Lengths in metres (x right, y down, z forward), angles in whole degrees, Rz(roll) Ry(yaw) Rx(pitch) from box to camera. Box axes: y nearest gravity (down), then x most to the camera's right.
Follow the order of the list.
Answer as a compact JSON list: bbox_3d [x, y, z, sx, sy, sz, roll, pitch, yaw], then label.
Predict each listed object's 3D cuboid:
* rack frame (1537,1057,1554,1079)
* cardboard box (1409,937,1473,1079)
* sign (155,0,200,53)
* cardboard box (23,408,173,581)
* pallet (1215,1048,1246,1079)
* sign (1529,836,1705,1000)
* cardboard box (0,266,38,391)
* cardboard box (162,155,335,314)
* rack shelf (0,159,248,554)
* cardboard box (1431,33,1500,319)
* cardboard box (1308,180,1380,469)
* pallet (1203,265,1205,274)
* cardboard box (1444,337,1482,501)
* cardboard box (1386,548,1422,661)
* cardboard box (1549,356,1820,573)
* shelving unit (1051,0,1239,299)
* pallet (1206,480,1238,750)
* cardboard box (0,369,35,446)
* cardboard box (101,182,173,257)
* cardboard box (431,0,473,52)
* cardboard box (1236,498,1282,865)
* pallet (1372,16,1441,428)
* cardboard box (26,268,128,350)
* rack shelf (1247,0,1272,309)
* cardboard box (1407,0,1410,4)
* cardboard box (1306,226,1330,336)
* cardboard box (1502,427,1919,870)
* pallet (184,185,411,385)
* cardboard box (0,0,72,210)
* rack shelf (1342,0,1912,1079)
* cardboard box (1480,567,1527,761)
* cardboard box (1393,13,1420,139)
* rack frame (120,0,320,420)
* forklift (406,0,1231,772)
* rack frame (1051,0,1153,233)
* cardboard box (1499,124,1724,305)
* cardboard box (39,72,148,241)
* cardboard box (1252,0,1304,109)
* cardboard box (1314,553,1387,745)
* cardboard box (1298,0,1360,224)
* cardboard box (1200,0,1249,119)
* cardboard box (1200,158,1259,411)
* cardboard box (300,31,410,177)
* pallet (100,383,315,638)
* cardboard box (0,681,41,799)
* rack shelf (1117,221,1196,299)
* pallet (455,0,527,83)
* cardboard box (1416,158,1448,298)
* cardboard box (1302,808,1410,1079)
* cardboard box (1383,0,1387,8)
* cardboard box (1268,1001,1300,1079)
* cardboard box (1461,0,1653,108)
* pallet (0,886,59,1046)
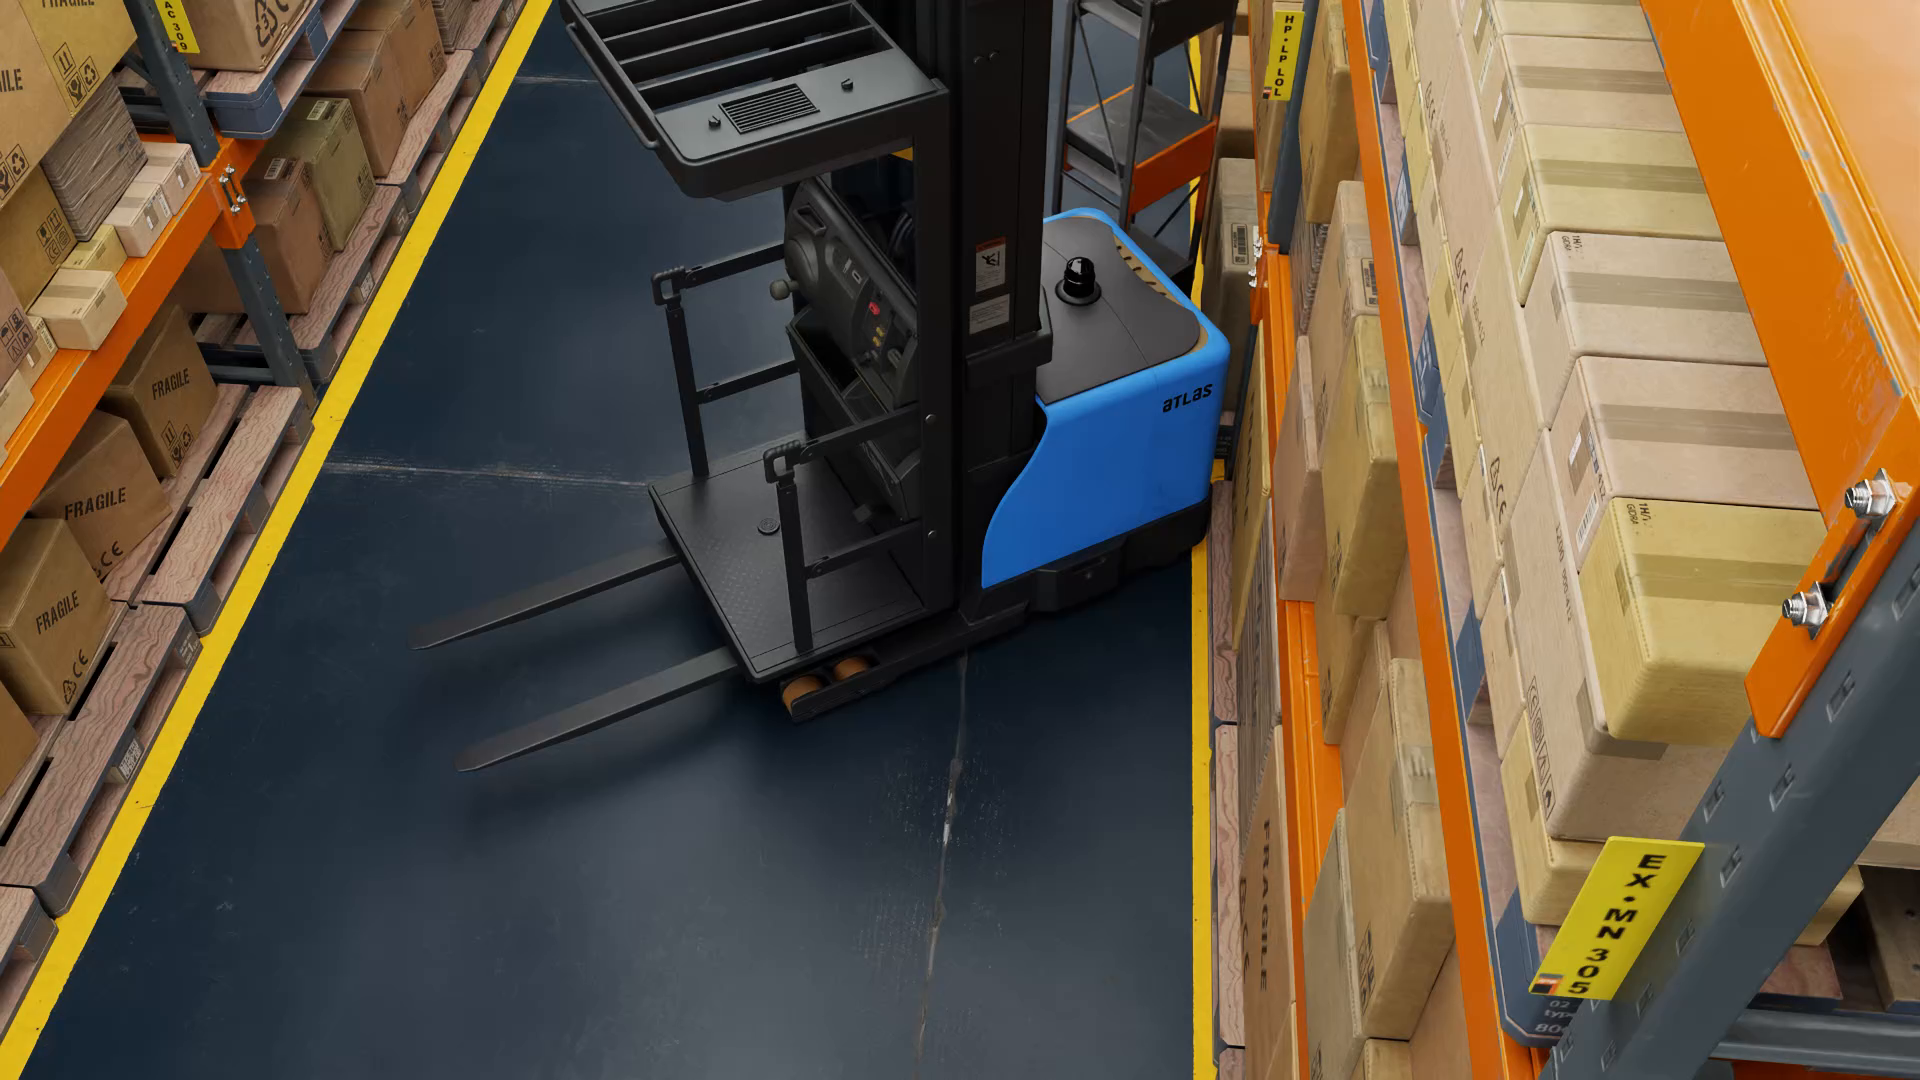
[{"bbox_3d":[1.242,1.743,3.149,1.000,3.000,0.127,4,48,4],"label":"rack frame"},{"bbox_3d":[1.314,1.058,2.942,0.875,0.550,0.550,4,48,4],"label":"cardboard box"},{"bbox_3d":[-2.783,-1.865,5.862,0.100,0.325,0.005,4,48,4],"label":"sign"},{"bbox_3d":[-3.445,-0.189,6.326,0.500,0.500,0.500,18,50,16],"label":"cardboard box"},{"bbox_3d":[1.237,2.092,4.720,1.003,0.211,1.213,4,48,4],"label":"pallet"},{"bbox_3d":[0.703,0.412,1.787,0.100,0.325,0.005,4,48,4],"label":"sign"},{"bbox_3d":[-3.452,-0.672,5.089,0.875,0.500,0.500,4,48,4],"label":"cardboard box"},{"bbox_3d":[-3.247,-1.358,7.381,0.700,0.500,0.500,1,48,1],"label":"cardboard box"},{"bbox_3d":[-3.506,0.109,5.131,1.077,0.370,4.000,4,48,4],"label":"rack shelf"},{"bbox_3d":[1.101,-0.609,2.815,0.500,0.250,0.500,4,48,3],"label":"cardboard box"},{"bbox_3d":[1.418,-0.543,4.406,0.875,0.550,0.550,4,48,4],"label":"cardboard box"},{"bbox_3d":[1.710,-1.726,8.211,1.003,0.211,1.213,4,48,4],"label":"pallet"},{"bbox_3d":[1.005,-0.186,2.699,0.380,0.149,0.250,4,48,4],"label":"cardboard box"},{"bbox_3d":[1.459,0.246,3.685,0.875,0.550,0.550,4,48,4],"label":"cardboard box"},{"bbox_3d":[0.959,-0.082,2.063,0.380,0.149,0.250,4,48,4],"label":"cardboard box"},{"bbox_3d":[0.700,-1.505,6.720,0.503,2.100,0.431,-34,58,-27],"label":"shelving unit"},{"bbox_3d":[1.459,0.299,6.360,1.003,0.211,1.213,4,48,4],"label":"pallet"},{"bbox_3d":[-3.214,-0.426,5.303,0.380,0.149,0.250,4,48,4],"label":"cardboard box"},{"bbox_3d":[-3.083,-1.158,5.973,0.380,0.149,0.250,4,48,4],"label":"cardboard box"},{"bbox_3d":[-3.038,-2.946,8.833,0.700,0.500,0.500,0,48,0],"label":"cardboard box"},{"bbox_3d":[1.401,0.500,5.442,0.875,0.875,0.875,4,48,4],"label":"cardboard box"},{"bbox_3d":[1.407,-0.684,3.396,1.003,0.211,1.213,4,48,4],"label":"pallet"},{"bbox_3d":[-3.077,-0.787,5.633,0.380,0.149,0.250,4,48,4],"label":"cardboard box"},{"bbox_3d":[1.788,-2.423,7.447,1.077,0.370,4.000,4,48,4],"label":"rack shelf"},{"bbox_3d":[1.193,-1.351,3.494,0.500,0.250,0.500,3,48,3],"label":"cardboard box"},{"bbox_3d":[1.557,-0.569,5.162,0.875,0.550,0.550,4,48,4],"label":"cardboard box"},{"bbox_3d":[1.008,0.127,2.142,0.500,0.250,0.500,4,48,4],"label":"cardboard box"},{"bbox_3d":[-3.254,-1.235,7.762,1.003,0.211,1.213,4,48,4],"label":"pallet"},{"bbox_3d":[-3.135,-1.359,5.039,0.500,0.500,0.500,4,48,4],"label":"cardboard box"},{"bbox_3d":[1.424,-0.544,3.599,0.831,0.071,3.687,4,48,4],"label":"rack shelf"},{"bbox_3d":[0.958,0.188,2.356,0.380,0.149,0.250,4,48,4],"label":"cardboard box"},{"bbox_3d":[1.096,-0.937,3.385,0.380,0.149,0.250,4,48,4],"label":"cardboard box"},{"bbox_3d":[-3.324,-1.604,6.210,1.000,3.000,0.127,4,48,4],"label":"rack frame"},{"bbox_3d":[-0.552,-0.775,5.499,3.031,2.935,1.130,-21,51,-18],"label":"forklift"},{"bbox_3d":[0.520,-1.383,6.609,0.015,2.100,0.400,-34,58,-27],"label":"rack frame"},{"bbox_3d":[1.004,-0.461,2.410,0.380,0.149,0.250,5,48,4],"label":"cardboard box"},{"bbox_3d":[-3.427,-1.411,5.765,0.875,0.500,0.500,4,48,4],"label":"cardboard box"},{"bbox_3d":[1.434,-2.002,6.507,0.500,0.500,0.500,3,48,3],"label":"cardboard box"},{"bbox_3d":[1.442,0.216,4.444,0.875,0.550,0.500,4,48,4],"label":"cardboard box"},{"bbox_3d":[1.538,-1.342,5.137,0.875,0.550,0.550,4,48,4],"label":"cardboard box"},{"bbox_3d":[1.749,-2.434,8.209,1.050,0.750,0.750,5,48,4],"label":"cardboard box"},{"bbox_3d":[1.573,-1.041,6.935,1.050,0.750,0.750,4,48,3],"label":"cardboard box"},{"bbox_3d":[-3.134,-2.119,8.077,0.700,0.500,0.500,0,48,0],"label":"cardboard box"},{"bbox_3d":[-3.350,-0.167,6.785,1.003,0.211,1.213,4,48,4],"label":"pallet"},{"bbox_3d":[-3.519,0.679,5.531,0.500,0.500,0.500,8,48,7],"label":"cardboard box"},{"bbox_3d":[0.686,-1.035,7.257,0.480,0.518,0.431,-34,58,-27],"label":"rack shelf"},{"bbox_3d":[-3.032,-3.028,9.402,1.003,0.211,1.213,4,48,4],"label":"pallet"},{"bbox_3d":[1.051,-0.560,3.041,0.380,0.149,0.250,4,48,4],"label":"cardboard box"},{"bbox_3d":[1.259,1.011,3.716,0.875,0.550,0.550,4,48,4],"label":"cardboard box"},{"bbox_3d":[1.144,-1.306,3.723,0.380,0.149,0.250,3,48,3],"label":"cardboard box"},{"bbox_3d":[1.238,1.816,4.237,0.875,0.875,0.875,4,48,4],"label":"cardboard box"},{"bbox_3d":[1.051,-0.833,2.750,0.380,0.149,0.250,3,48,3],"label":"cardboard box"},{"bbox_3d":[-3.572,1.626,5.145,1.003,0.211,1.213,4,48,4],"label":"pallet"}]
